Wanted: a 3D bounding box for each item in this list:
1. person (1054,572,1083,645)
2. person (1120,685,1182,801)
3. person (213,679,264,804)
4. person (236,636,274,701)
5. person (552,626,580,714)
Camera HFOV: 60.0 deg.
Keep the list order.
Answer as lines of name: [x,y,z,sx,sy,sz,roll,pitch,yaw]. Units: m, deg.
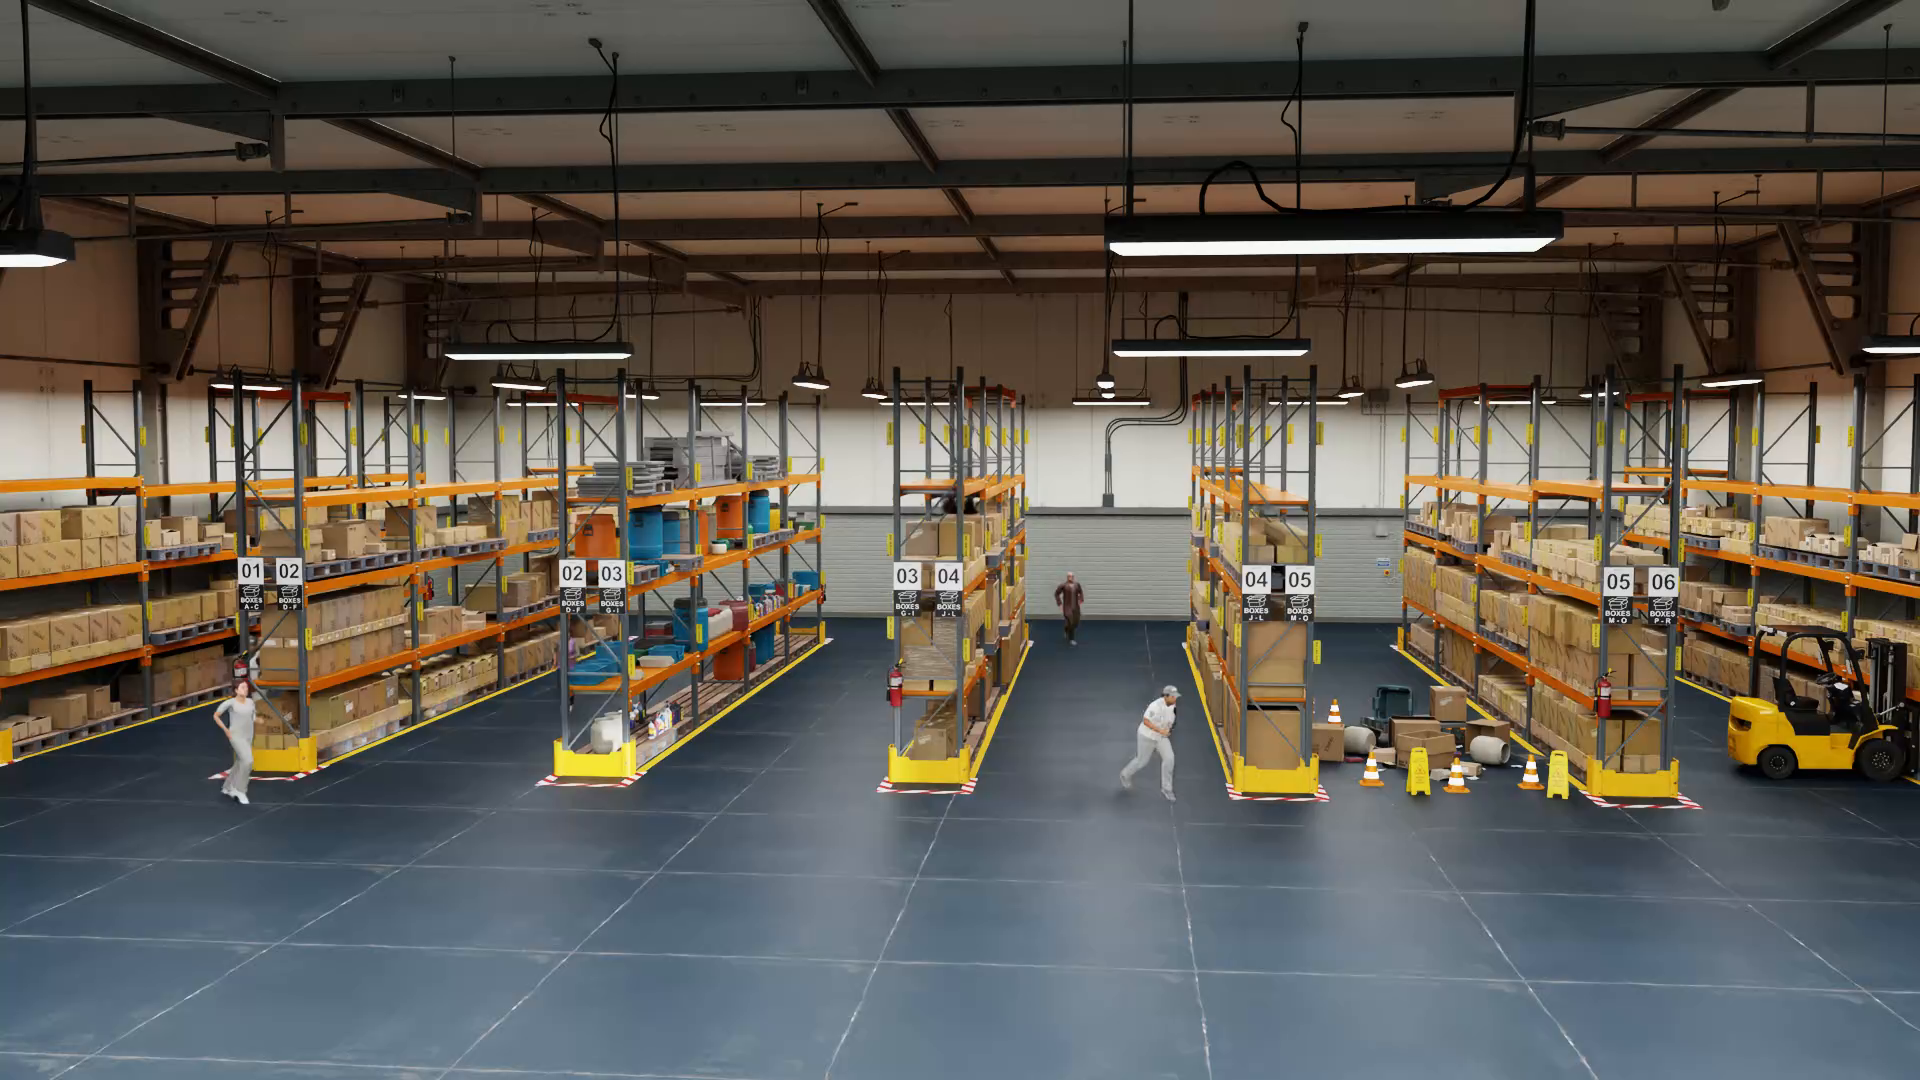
person: [2.655,1.648,40.214,0.745,1.762,0.730,-2,4,-24]
person: [2.653,2.798,23.164,1.035,1.627,0.614,3,5,43]
person: [-9.863,2.758,22.806,0.726,1.708,0.542,1,4,22]
person: [-11.649,2.429,27.426,0.646,1.729,0.671,0,4,4]
person: [-7.099,2.386,29.963,0.507,1.498,0.662,-1,4,-9]
